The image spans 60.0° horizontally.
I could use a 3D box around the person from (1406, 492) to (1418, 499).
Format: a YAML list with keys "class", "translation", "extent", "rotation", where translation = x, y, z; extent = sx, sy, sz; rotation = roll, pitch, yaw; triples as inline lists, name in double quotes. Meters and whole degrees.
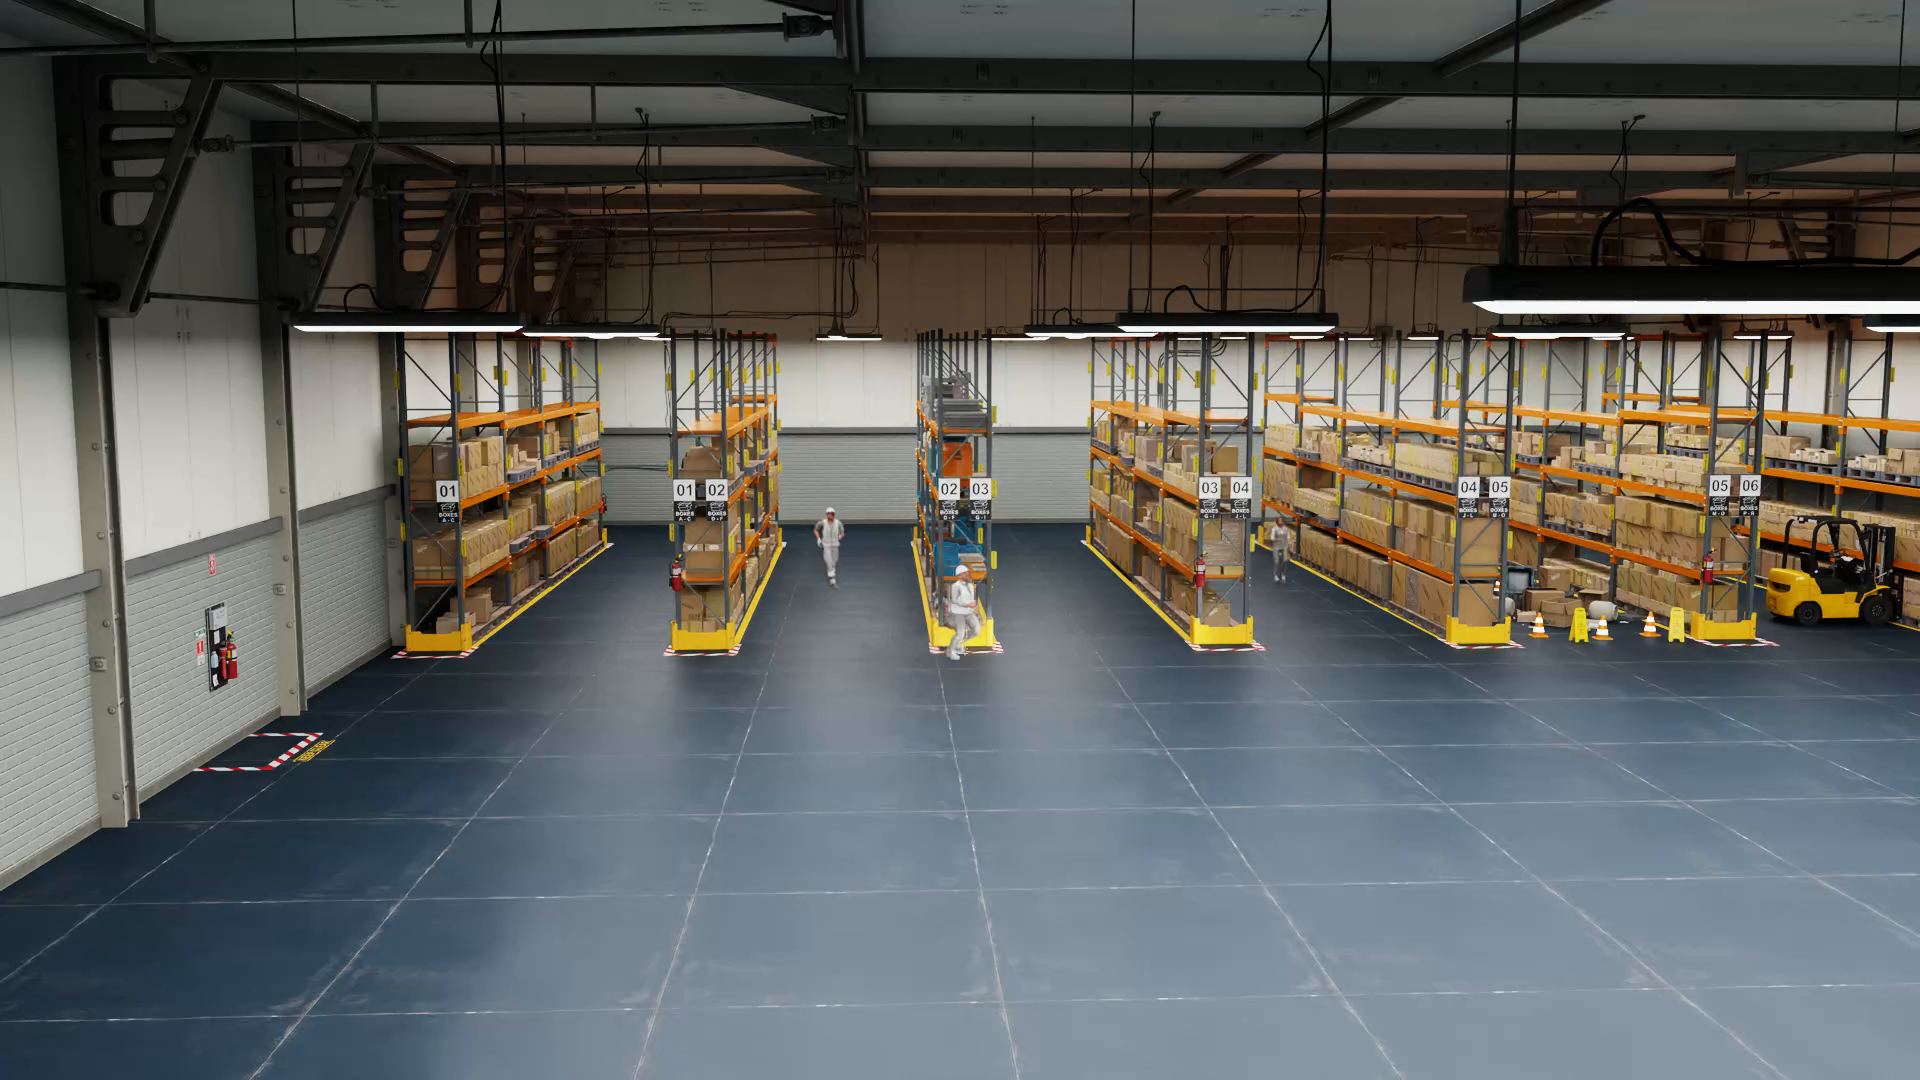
- class: "person"
  translation: [13.376, -0.887, 49.178]
  extent: [0.873, 1.599, 0.530]
  rotation: [-1, 7, -5]

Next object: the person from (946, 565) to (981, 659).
- class: "person"
  translation: [0.087, 1.307, 30.186]
  extent: [0.736, 1.728, 0.683]
  rotation: [6, 9, 40]

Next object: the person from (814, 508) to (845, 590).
- class: "person"
  translation: [-2.886, 0.184, 37.039]
  extent: [0.663, 1.830, 0.853]
  rotation: [-2, 7, -17]

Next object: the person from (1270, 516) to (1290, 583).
- class: "person"
  translation: [7.691, 0.231, 39.895]
  extent: [0.509, 1.604, 0.667]
  rotation: [0, 7, 1]
